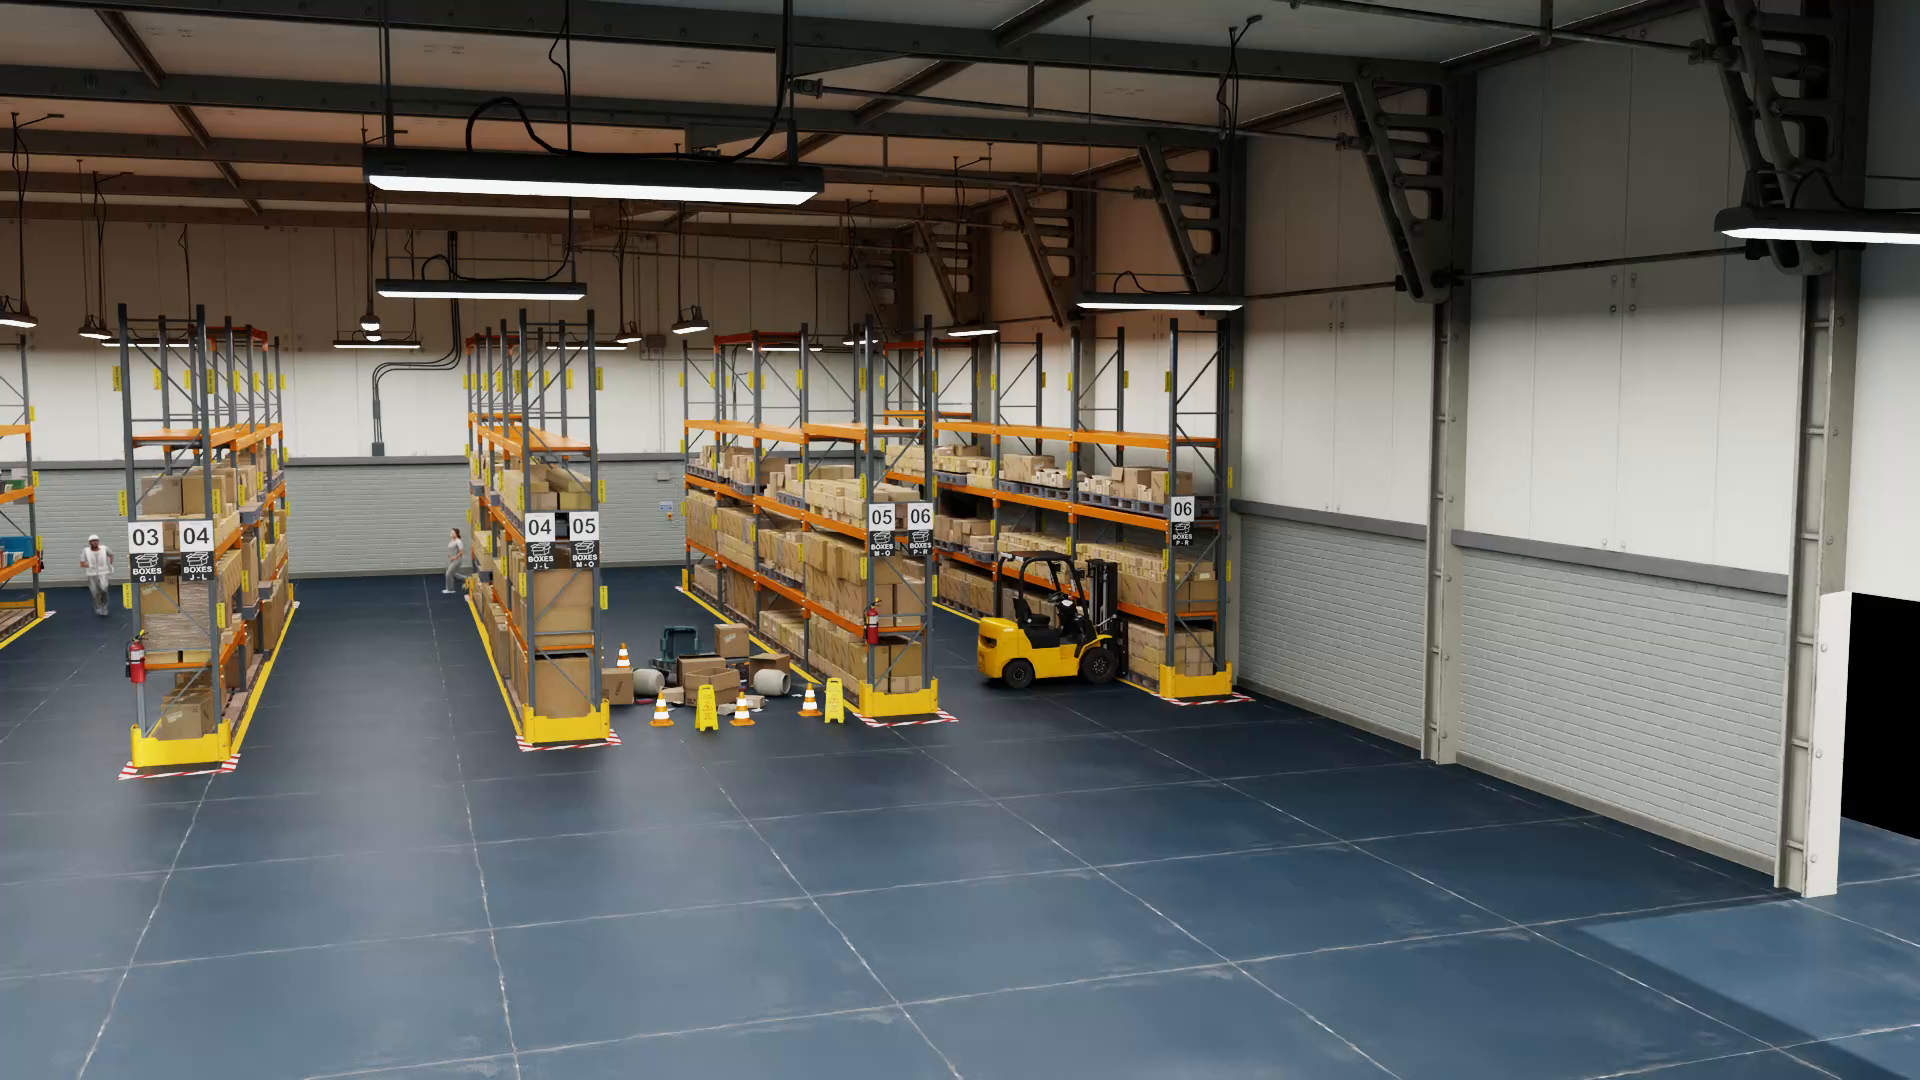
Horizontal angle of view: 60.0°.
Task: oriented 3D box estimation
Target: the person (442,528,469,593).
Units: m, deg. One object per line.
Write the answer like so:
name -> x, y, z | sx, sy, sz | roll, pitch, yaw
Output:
person -> -11.861, 0.485, 39.333 | 0.649, 1.577, 0.652 | -4, 7, -36

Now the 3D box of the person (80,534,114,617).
person -> -18.401, 0.757, 35.472 | 0.637, 1.764, 0.695 | -3, 6, -26
